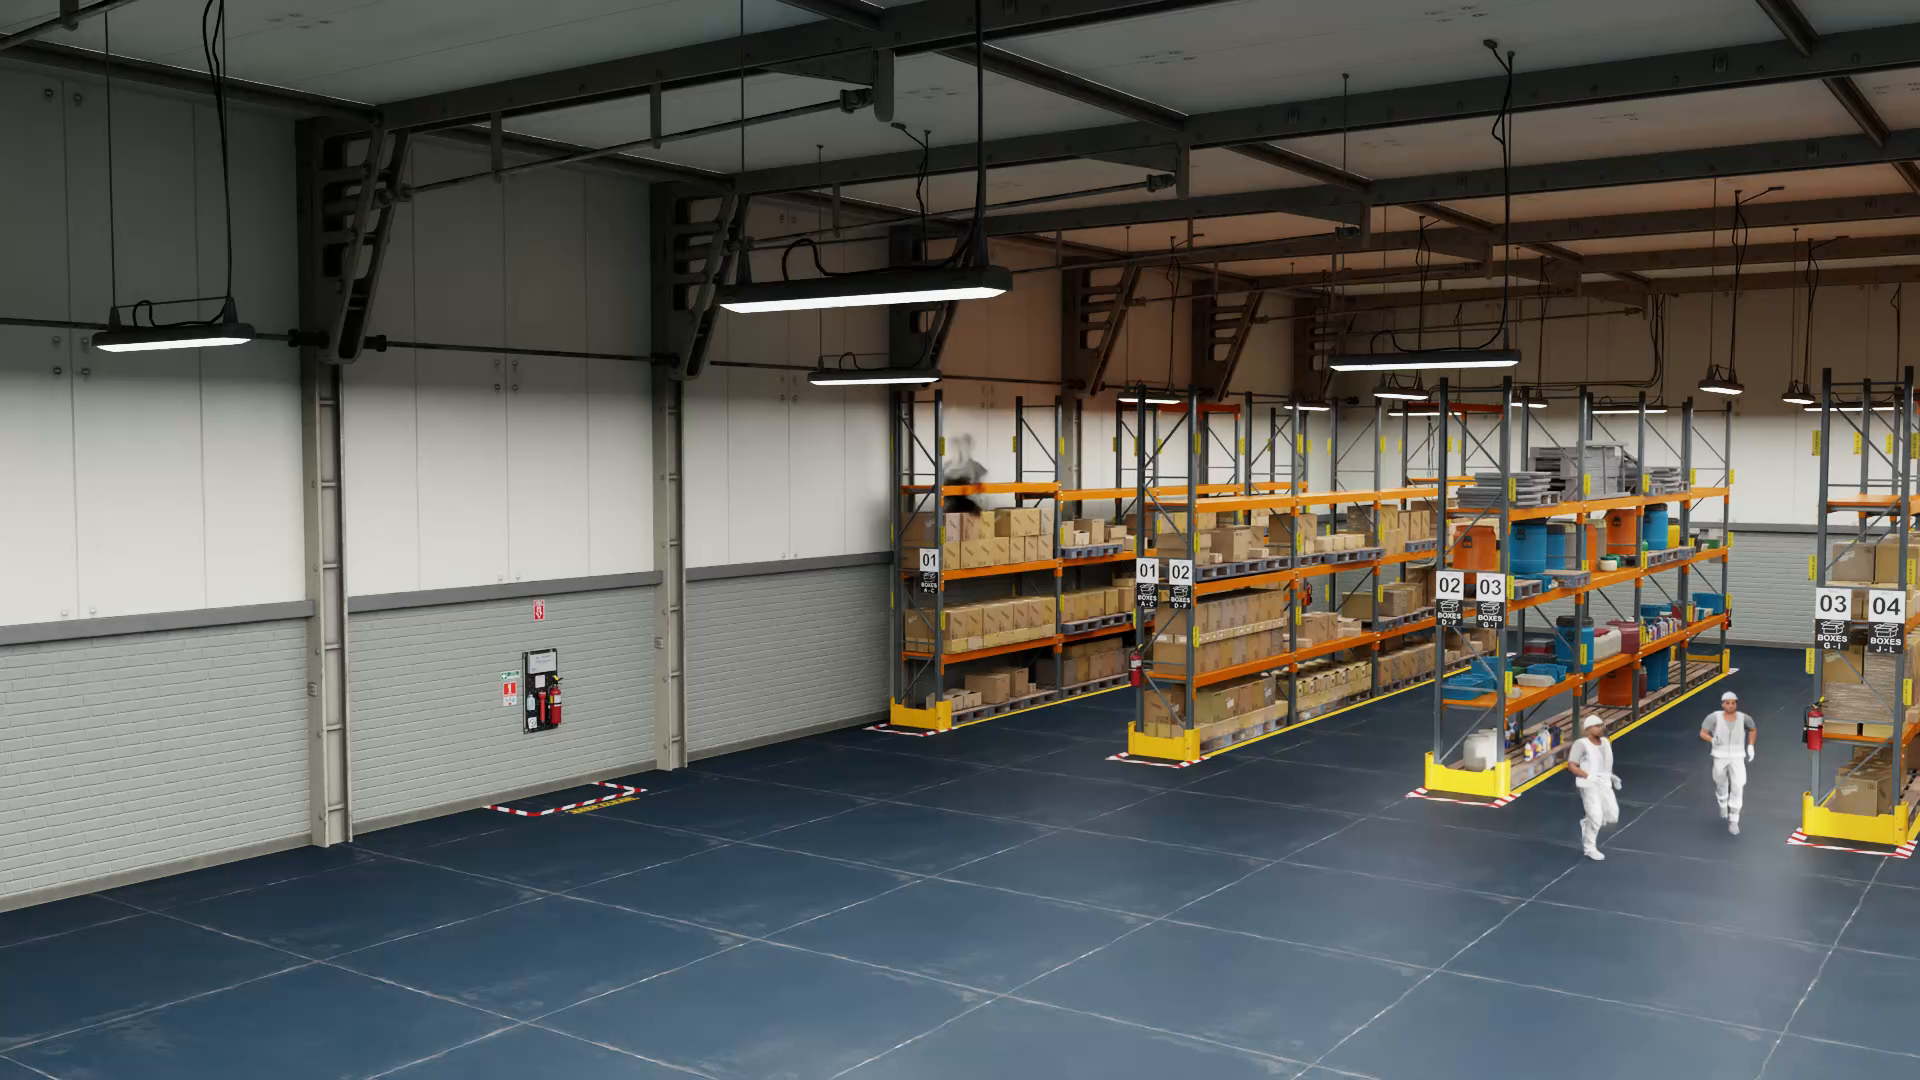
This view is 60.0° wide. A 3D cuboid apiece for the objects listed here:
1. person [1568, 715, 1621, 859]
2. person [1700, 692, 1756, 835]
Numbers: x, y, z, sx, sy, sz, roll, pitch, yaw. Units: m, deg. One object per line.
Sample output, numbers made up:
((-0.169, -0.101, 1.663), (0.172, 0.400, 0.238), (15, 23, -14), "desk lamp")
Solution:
((7.720, 3.000, 20.239), (0.685, 1.734, 0.599), (-1, 4, -24), "person")
((10.090, 2.879, 21.851), (0.686, 1.798, 0.960), (1, 3, 22), "person")
